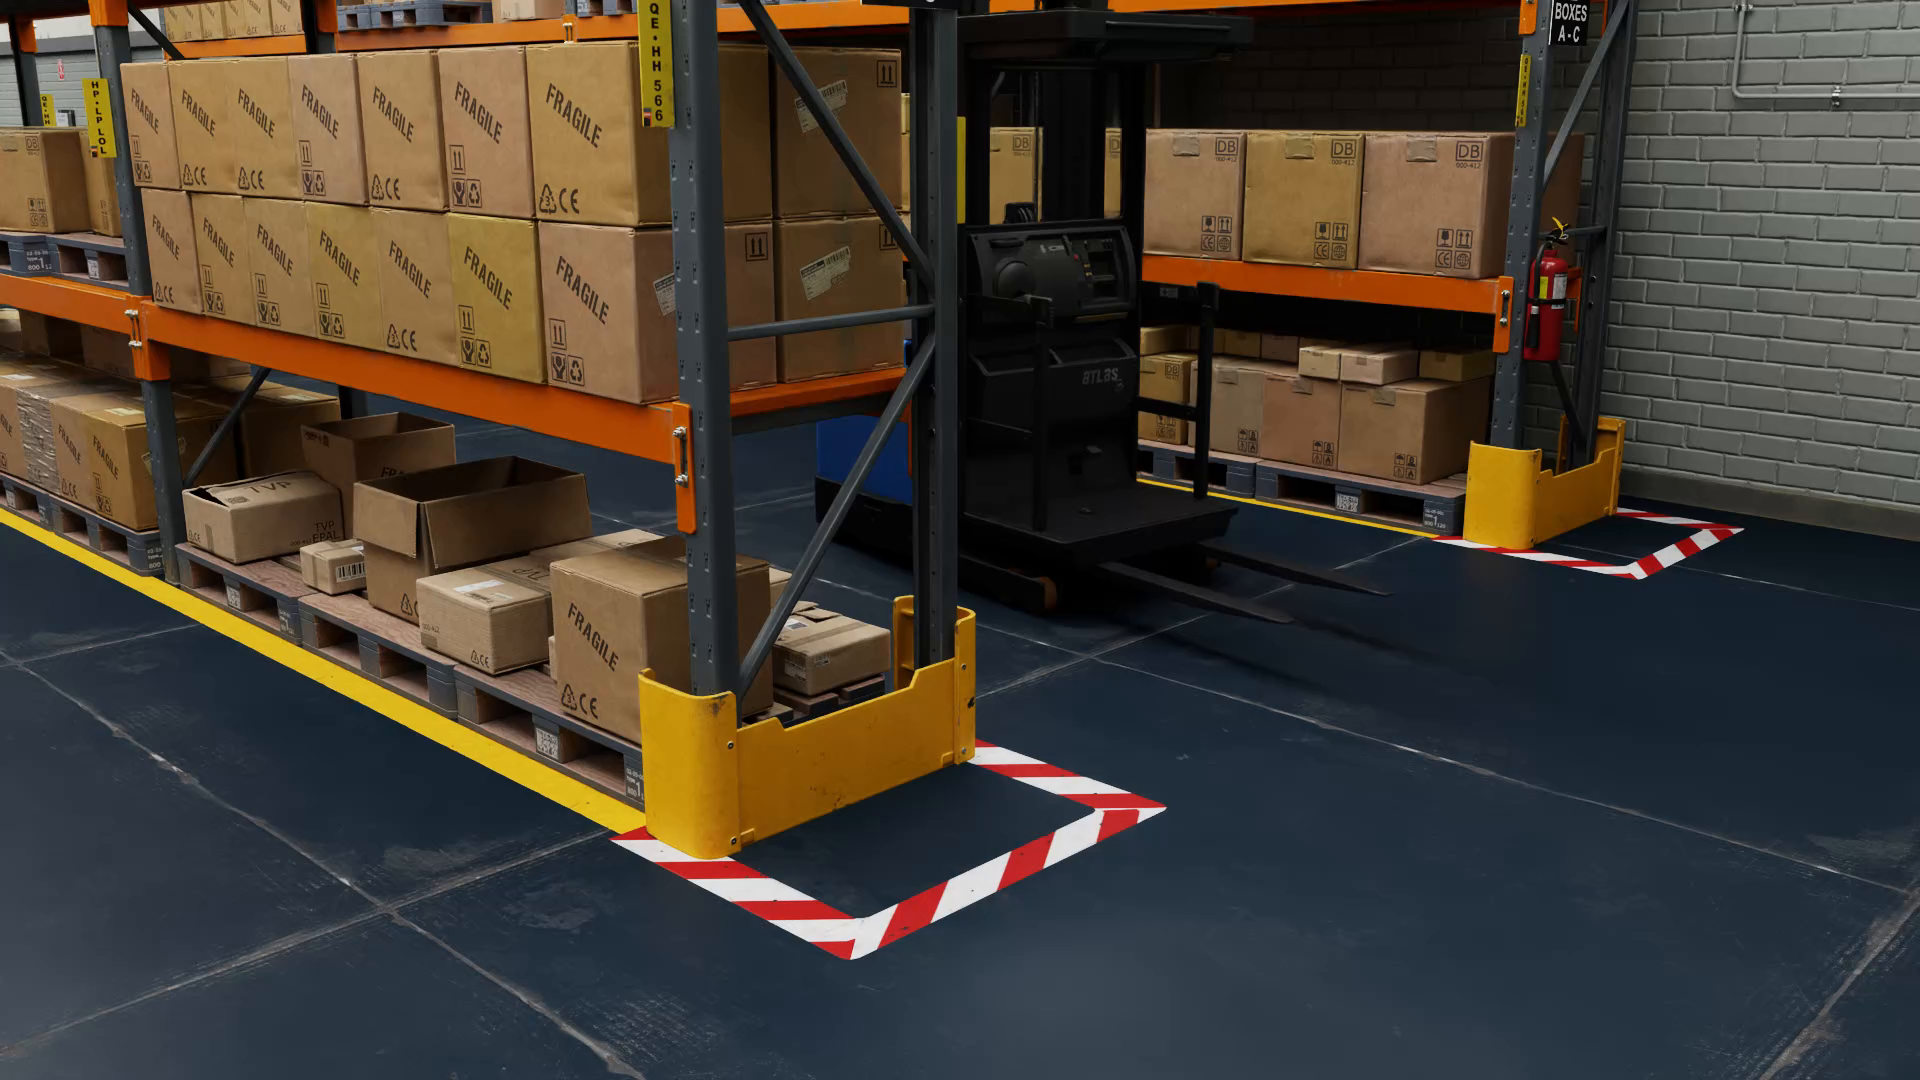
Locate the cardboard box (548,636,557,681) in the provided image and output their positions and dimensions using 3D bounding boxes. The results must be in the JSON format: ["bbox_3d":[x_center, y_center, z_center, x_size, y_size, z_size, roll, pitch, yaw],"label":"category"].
[{"bbox_3d":[-1.188,0.386,5.748,0.250,0.166,0.380,14,20,42],"label":"cardboard box"}]

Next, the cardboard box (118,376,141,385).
[{"bbox_3d":[-4.201,-0.647,9.050,0.500,0.500,0.500,14,20,43],"label":"cardboard box"}]

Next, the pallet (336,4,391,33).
[{"bbox_3d":[-5.229,-4.868,15.587,1.003,0.211,1.213,14,20,42],"label":"pallet"}]

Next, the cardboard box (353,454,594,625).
[{"bbox_3d":[-1.920,-0.011,6.605,0.637,0.503,0.797,14,20,42],"label":"cardboard box"}]

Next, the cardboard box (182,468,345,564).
[{"bbox_3d":[-3.124,-0.133,7.455,0.500,0.311,0.500,14,20,42],"label":"cardboard box"}]

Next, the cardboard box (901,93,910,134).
[{"bbox_3d":[-0.354,-2.834,11.046,0.500,0.250,0.500,-14,20,-43],"label":"cardboard box"}]

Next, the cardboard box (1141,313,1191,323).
[{"bbox_3d":[1.231,-1.316,10.371,0.250,0.149,0.380,13,19,40],"label":"cardboard box"}]

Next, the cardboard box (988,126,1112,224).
[{"bbox_3d":[0.539,-2.281,10.644,0.700,0.700,0.980,14,20,43],"label":"cardboard box"}]

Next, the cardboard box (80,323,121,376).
[{"bbox_3d":[-4.536,-1.092,9.272,0.500,0.250,0.500,13,20,41],"label":"cardboard box"}]

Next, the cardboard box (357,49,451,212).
[{"bbox_3d":[-1.648,-1.373,5.570,0.500,0.500,0.500,-14,20,-43],"label":"cardboard box"}]

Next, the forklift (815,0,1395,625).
[{"bbox_3d":[0.565,-1.238,7.369,1.130,2.935,3.031,-11,18,-37],"label":"forklift"}]

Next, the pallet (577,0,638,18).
[{"bbox_3d":[-2.219,-4.191,12.994,1.213,0.211,1.003,-13,20,-42],"label":"pallet"}]

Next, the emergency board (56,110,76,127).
[{"bbox_3d":[-13.446,-5.858,24.966,0.643,1.169,0.194,14,20,42],"label":"emergency board"}]

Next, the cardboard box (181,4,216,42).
[{"bbox_3d":[-8.050,-5.640,17.940,0.500,0.500,0.500,-13,19,-41],"label":"cardboard box"}]

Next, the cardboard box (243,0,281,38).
[{"bbox_3d":[-6.915,-5.368,16.899,0.500,0.500,0.500,13,19,40],"label":"cardboard box"}]

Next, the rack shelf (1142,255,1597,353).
[{"bbox_3d":[1.599,-1.536,9.805,4.000,0.370,1.077,14,20,42],"label":"rack shelf"}]

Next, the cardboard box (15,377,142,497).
[{"bbox_3d":[-4.541,-0.548,8.671,0.500,0.500,0.500,14,20,43],"label":"cardboard box"}]

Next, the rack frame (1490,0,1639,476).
[{"bbox_3d":[3.039,-1.534,8.371,0.127,3.000,1.000,14,20,42],"label":"rack frame"}]

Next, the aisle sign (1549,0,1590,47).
[{"bbox_3d":[2.883,-2.725,7.786,0.004,0.787,0.394,14,20,42],"label":"aisle sign"}]

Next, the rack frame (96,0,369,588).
[{"bbox_3d":[-3.276,-1.334,7.604,0.127,3.000,1.000,14,20,42],"label":"rack frame"}]

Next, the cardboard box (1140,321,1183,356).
[{"bbox_3d":[1.123,-1.208,9.957,0.250,0.149,0.380,13,19,41],"label":"cardboard box"}]

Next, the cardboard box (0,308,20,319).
[{"bbox_3d":[-6.713,-1.414,11.417,0.500,0.311,0.500,13,19,41],"label":"cardboard box"}]

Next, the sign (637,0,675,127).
[{"bbox_3d":[-0.796,-1.250,4.358,0.005,0.325,0.100,14,20,42],"label":"sign"}]

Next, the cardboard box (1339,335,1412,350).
[{"bbox_3d":[2.329,-1.049,9.347,0.250,0.149,0.380,14,20,42],"label":"cardboard box"}]

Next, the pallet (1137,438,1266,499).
[{"bbox_3d":[1.535,-0.524,10.024,1.213,0.211,1.003,14,20,42],"label":"pallet"}]

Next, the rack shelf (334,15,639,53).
[{"bbox_3d":[-4.160,-4.388,14.800,4.000,0.370,1.077,14,20,42],"label":"rack shelf"}]

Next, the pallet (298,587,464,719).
[{"bbox_3d":[-1.900,0.349,6.674,1.213,0.211,1.003,14,20,42],"label":"pallet"}]

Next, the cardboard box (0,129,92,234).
[{"bbox_3d":[-4.591,-1.884,8.682,0.500,0.500,0.700,8,17,28],"label":"cardboard box"}]

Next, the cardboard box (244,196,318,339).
[{"bbox_3d":[-2.369,-1.067,6.380,0.500,0.500,0.500,14,20,42],"label":"cardboard box"}]

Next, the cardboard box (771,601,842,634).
[{"bbox_3d":[-0.639,0.344,5.908,0.250,0.166,0.380,14,20,42],"label":"cardboard box"}]

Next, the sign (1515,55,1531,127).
[{"bbox_3d":[2.653,-2.113,7.826,0.005,0.325,0.100,14,20,42],"label":"sign"}]

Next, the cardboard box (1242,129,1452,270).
[{"bbox_3d":[2.134,-1.892,9.149,0.700,0.700,0.980,13,20,42],"label":"cardboard box"}]

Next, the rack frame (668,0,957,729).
[{"bbox_3d":[-0.396,-0.634,4.917,0.127,3.000,1.000,14,20,42],"label":"rack frame"}]

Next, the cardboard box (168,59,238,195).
[{"bbox_3d":[-2.760,-1.643,6.607,0.500,0.500,0.500,13,19,40],"label":"cardboard box"}]

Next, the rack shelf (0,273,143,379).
[{"bbox_3d":[-4.716,-1.336,9.038,4.000,0.370,1.077,14,20,42],"label":"rack shelf"}]

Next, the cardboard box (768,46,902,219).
[{"bbox_3d":[-0.533,-1.292,5.261,0.500,0.500,0.500,-14,20,-42],"label":"cardboard box"}]

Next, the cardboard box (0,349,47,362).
[{"bbox_3d":[-5.645,-0.816,9.698,0.500,0.500,0.500,13,19,40],"label":"cardboard box"}]

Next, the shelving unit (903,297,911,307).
[{"bbox_3d":[-0.493,-0.761,8.974,0.258,1.200,0.503,-11,18,-37],"label":"shelving unit"}]

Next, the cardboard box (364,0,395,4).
[{"bbox_3d":[-5.261,-5.227,15.564,0.500,0.500,0.500,-11,18,-36],"label":"cardboard box"}]

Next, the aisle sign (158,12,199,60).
[{"bbox_3d":[-8.739,-5.550,18.629,0.004,0.787,0.394,14,20,42],"label":"aisle sign"}]

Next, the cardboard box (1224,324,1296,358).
[{"bbox_3d":[1.781,-1.182,9.857,0.250,0.149,0.380,14,20,43],"label":"cardboard box"}]

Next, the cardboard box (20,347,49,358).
[{"bbox_3d":[-5.319,-0.917,10.086,0.500,0.500,0.500,-14,20,-42],"label":"cardboard box"}]

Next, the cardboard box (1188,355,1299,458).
[{"bbox_3d":[1.743,-0.808,9.707,0.500,0.500,0.700,13,19,40],"label":"cardboard box"}]

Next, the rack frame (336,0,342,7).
[{"bbox_3d":[-5.599,-6.537,15.674,0.127,3.000,1.000,14,20,42],"label":"rack frame"}]

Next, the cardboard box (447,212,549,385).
[{"bbox_3d":[-1.284,-0.802,5.362,0.500,0.500,0.500,14,20,43],"label":"cardboard box"}]

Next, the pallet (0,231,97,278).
[{"bbox_3d":[-4.752,-1.602,9.012,1.213,0.211,1.003,14,20,42],"label":"pallet"}]

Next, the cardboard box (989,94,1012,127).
[{"bbox_3d":[0.009,-2.927,11.401,0.500,0.250,0.500,-14,20,-42],"label":"cardboard box"}]

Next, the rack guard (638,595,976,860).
[{"bbox_3d":[-0.451,0.562,5.284,0.348,0.500,1.175,14,20,42],"label":"rack guard"}]
